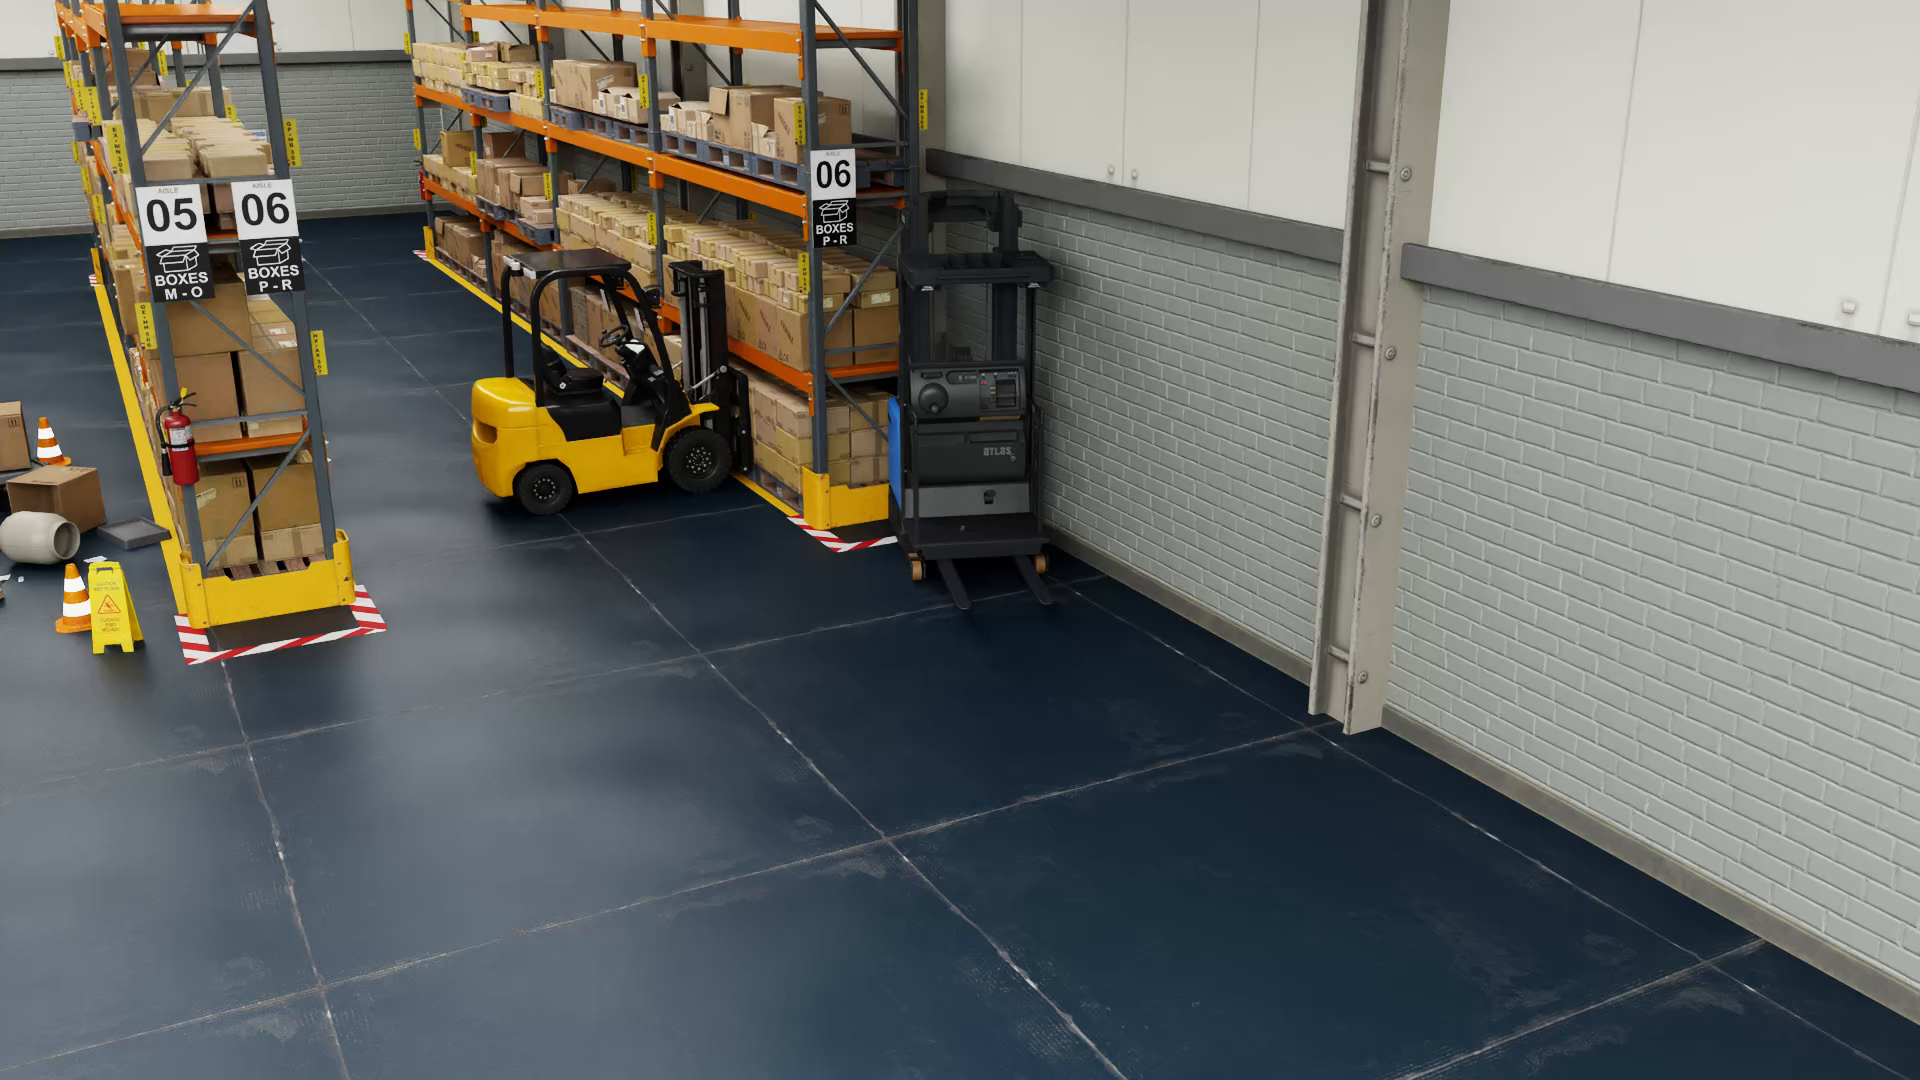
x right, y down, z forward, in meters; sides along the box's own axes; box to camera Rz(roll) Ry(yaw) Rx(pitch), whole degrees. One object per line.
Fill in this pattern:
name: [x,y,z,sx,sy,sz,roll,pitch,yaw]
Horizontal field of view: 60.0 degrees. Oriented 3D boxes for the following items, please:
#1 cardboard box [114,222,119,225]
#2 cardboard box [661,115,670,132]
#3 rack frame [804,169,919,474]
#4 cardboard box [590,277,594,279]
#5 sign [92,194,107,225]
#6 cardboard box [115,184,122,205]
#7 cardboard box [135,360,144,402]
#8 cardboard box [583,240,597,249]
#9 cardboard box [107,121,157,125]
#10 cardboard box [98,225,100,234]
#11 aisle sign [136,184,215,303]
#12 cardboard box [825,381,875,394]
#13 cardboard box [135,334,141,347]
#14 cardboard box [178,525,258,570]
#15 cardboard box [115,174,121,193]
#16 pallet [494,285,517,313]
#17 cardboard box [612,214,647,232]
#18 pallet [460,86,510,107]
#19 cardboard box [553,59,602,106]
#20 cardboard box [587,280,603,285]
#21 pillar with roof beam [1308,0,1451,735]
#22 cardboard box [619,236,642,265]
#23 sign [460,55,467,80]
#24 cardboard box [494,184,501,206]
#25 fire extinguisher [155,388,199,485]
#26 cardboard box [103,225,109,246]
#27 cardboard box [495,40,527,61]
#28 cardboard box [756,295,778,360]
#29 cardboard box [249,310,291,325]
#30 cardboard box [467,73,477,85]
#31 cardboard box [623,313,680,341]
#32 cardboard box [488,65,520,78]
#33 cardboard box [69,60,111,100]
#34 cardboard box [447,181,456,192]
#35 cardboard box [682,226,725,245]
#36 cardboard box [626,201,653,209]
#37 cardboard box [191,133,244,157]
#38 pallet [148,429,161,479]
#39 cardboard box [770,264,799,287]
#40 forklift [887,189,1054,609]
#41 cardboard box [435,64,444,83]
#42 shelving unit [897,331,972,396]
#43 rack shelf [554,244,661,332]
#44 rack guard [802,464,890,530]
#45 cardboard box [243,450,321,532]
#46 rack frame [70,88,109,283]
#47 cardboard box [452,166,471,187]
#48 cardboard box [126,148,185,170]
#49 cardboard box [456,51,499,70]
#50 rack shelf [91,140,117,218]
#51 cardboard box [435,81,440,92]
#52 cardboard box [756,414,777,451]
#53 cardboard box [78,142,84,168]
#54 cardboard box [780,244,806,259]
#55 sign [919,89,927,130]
cardboard box: [-8.223,-2.948,16.822,0.500,0.500,0.500,-11,22,-29]
cardboard box: [-2.764,-4.162,16.583,0.380,0.149,0.250,-9,21,-26]
rack frame: [-0.810,-1.644,14.298,1.000,3.000,0.127,-10,21,-27]
cardboard box: [-4.685,-3.543,21.993,0.380,0.149,0.250,-9,21,-25]
sign: [-9.462,-3.631,18.281,0.100,0.325,0.005,-10,21,-27]
cardboard box: [-6.609,-2.811,13.465,0.380,0.149,0.250,-10,22,-28]
cardboard box: [-8.358,-1.753,17.997,0.950,0.372,0.625,-10,22,-28]
cardboard box: [-4.128,-3.413,19.653,0.500,0.250,0.500,-11,22,-28]
cardboard box: [-7.065,-3.488,14.204,0.380,0.149,0.250,-9,21,-25]
cardboard box: [-10.898,-4.081,21.590,0.500,0.250,0.500,-11,22,-28]
aisle sign: [-5.402,-2.041,11.461,0.394,0.787,0.004,-10,21,-27]
cardboard box: [-1.112,-1.326,15.414,0.500,0.250,0.500,-10,21,-27]
cardboard box: [-7.112,-2.041,14.838,0.500,0.500,0.500,-10,21,-27]
cardboard box: [-5.809,0.030,13.018,0.500,0.250,0.500,-10,21,-27]
cardboard box: [-6.387,-2.905,13.126,0.500,0.250,0.500,-10,21,-26]
pallet: [-6.089,-3.543,24.076,1.003,0.211,1.213,-10,21,-27]
cardboard box: [-3.700,-3.572,18.738,0.380,0.149,0.250,-10,21,-26]
pallet: [-6.260,-6.220,23.248,1.213,0.211,1.003,-10,21,-27]
cardboard box: [-4.479,-5.406,19.651,0.500,0.500,0.500,-10,21,-26]
cardboard box: [-4.562,-3.122,21.769,0.500,0.500,0.500,-9,21,-25]
pillar with roof beam: [-1.287,-2.430,7.379,9.100,9.000,0.400,-10,21,-27]
cardboard box: [-3.418,-3.206,18.287,0.500,0.250,0.500,-11,22,-28]
sign: [-6.982,-6.665,23.457,0.100,0.325,0.005,-10,21,-27]
cardboard box: [-6.186,-4.766,22.906,0.396,0.266,0.258,-9,21,-24]
fire extinguisher: [-5.528,-0.734,11.777,0.296,0.674,0.183,-10,21,-27]
cardboard box: [-9.676,-3.583,19.379,0.500,0.250,0.500,-11,22,-28]
cardboard box: [-6.303,-6.893,23.408,0.396,0.266,0.258,-10,22,-27]
cardboard box: [-1.513,-1.942,15.009,0.500,0.500,0.500,-9,21,-25]
cardboard box: [-5.649,-1.535,13.373,0.500,0.500,0.500,-10,22,-28]
cardboard box: [-6.624,-6.407,23.090,0.380,0.149,0.250,-10,21,-26]
cardboard box: [-3.329,-2.240,19.022,0.875,0.625,0.625,-10,22,-27]
cardboard box: [-6.080,-6.262,22.213,0.380,0.149,0.250,-10,21,-26]
cardboard box: [-10.712,-5.685,20.612,0.500,0.500,0.500,-10,22,-28]
cardboard box: [-7.782,-5.532,25.949,0.380,0.149,0.250,-9,21,-25]
cardboard box: [-2.600,-3.091,16.887,0.380,0.149,0.250,-10,21,-26]
cardboard box: [-3.751,-3.944,19.816,0.380,0.149,0.250,-10,21,-27]
cardboard box: [-5.861,-3.126,13.156,0.380,0.149,0.250,-9,21,-26]
pallet: [-7.447,-0.928,16.496,1.003,0.211,1.213,-10,21,-27]
cardboard box: [-1.458,-2.346,14.727,0.380,0.149,0.250,-9,21,-25]
forklift: [0.100,-1.183,13.067,1.130,2.935,3.031,-3,19,-9]
cardboard box: [-7.680,-7.119,25.339,0.500,0.250,0.500,-10,22,-28]
shelving unit: [-0.066,-0.971,14.605,0.587,1.500,1.083,-11,24,-35]
rack shelf: [-3.659,-3.027,19.407,1.077,0.370,4.000,-10,21,-27]
rack guard: [-0.799,-0.456,14.686,1.175,0.500,0.348,-10,21,-27]
cardboard box: [-5.328,-0.409,13.139,0.500,0.500,0.500,-11,22,-28]
rack frame: [-12.774,-5.467,25.377,1.000,3.000,0.127,-10,21,-27]
cardboard box: [-7.441,-5.554,25.402,0.500,0.250,0.500,-10,21,-27]
cardboard box: [-5.823,-2.752,12.073,0.380,0.149,0.250,-10,22,-27]
cardboard box: [-6.960,-6.921,23.998,0.500,0.250,0.500,-10,21,-27]
rack shelf: [-8.026,-3.675,16.686,1.077,0.370,4.000,-10,21,-27]
cardboard box: [-7.818,-6.954,25.472,0.380,0.149,0.250,-10,21,-27]
cardboard box: [-1.545,-1.016,15.283,0.500,0.250,0.500,-10,22,-27]
cardboard box: [-12.546,-5.658,24.244,0.500,0.500,0.500,-11,22,-28]
cardboard box: [-1.491,-2.717,15.802,0.380,0.149,0.250,-10,21,-26]
sign: [-0.319,-3.597,13.897,0.100,0.325,0.005,-10,21,-27]
